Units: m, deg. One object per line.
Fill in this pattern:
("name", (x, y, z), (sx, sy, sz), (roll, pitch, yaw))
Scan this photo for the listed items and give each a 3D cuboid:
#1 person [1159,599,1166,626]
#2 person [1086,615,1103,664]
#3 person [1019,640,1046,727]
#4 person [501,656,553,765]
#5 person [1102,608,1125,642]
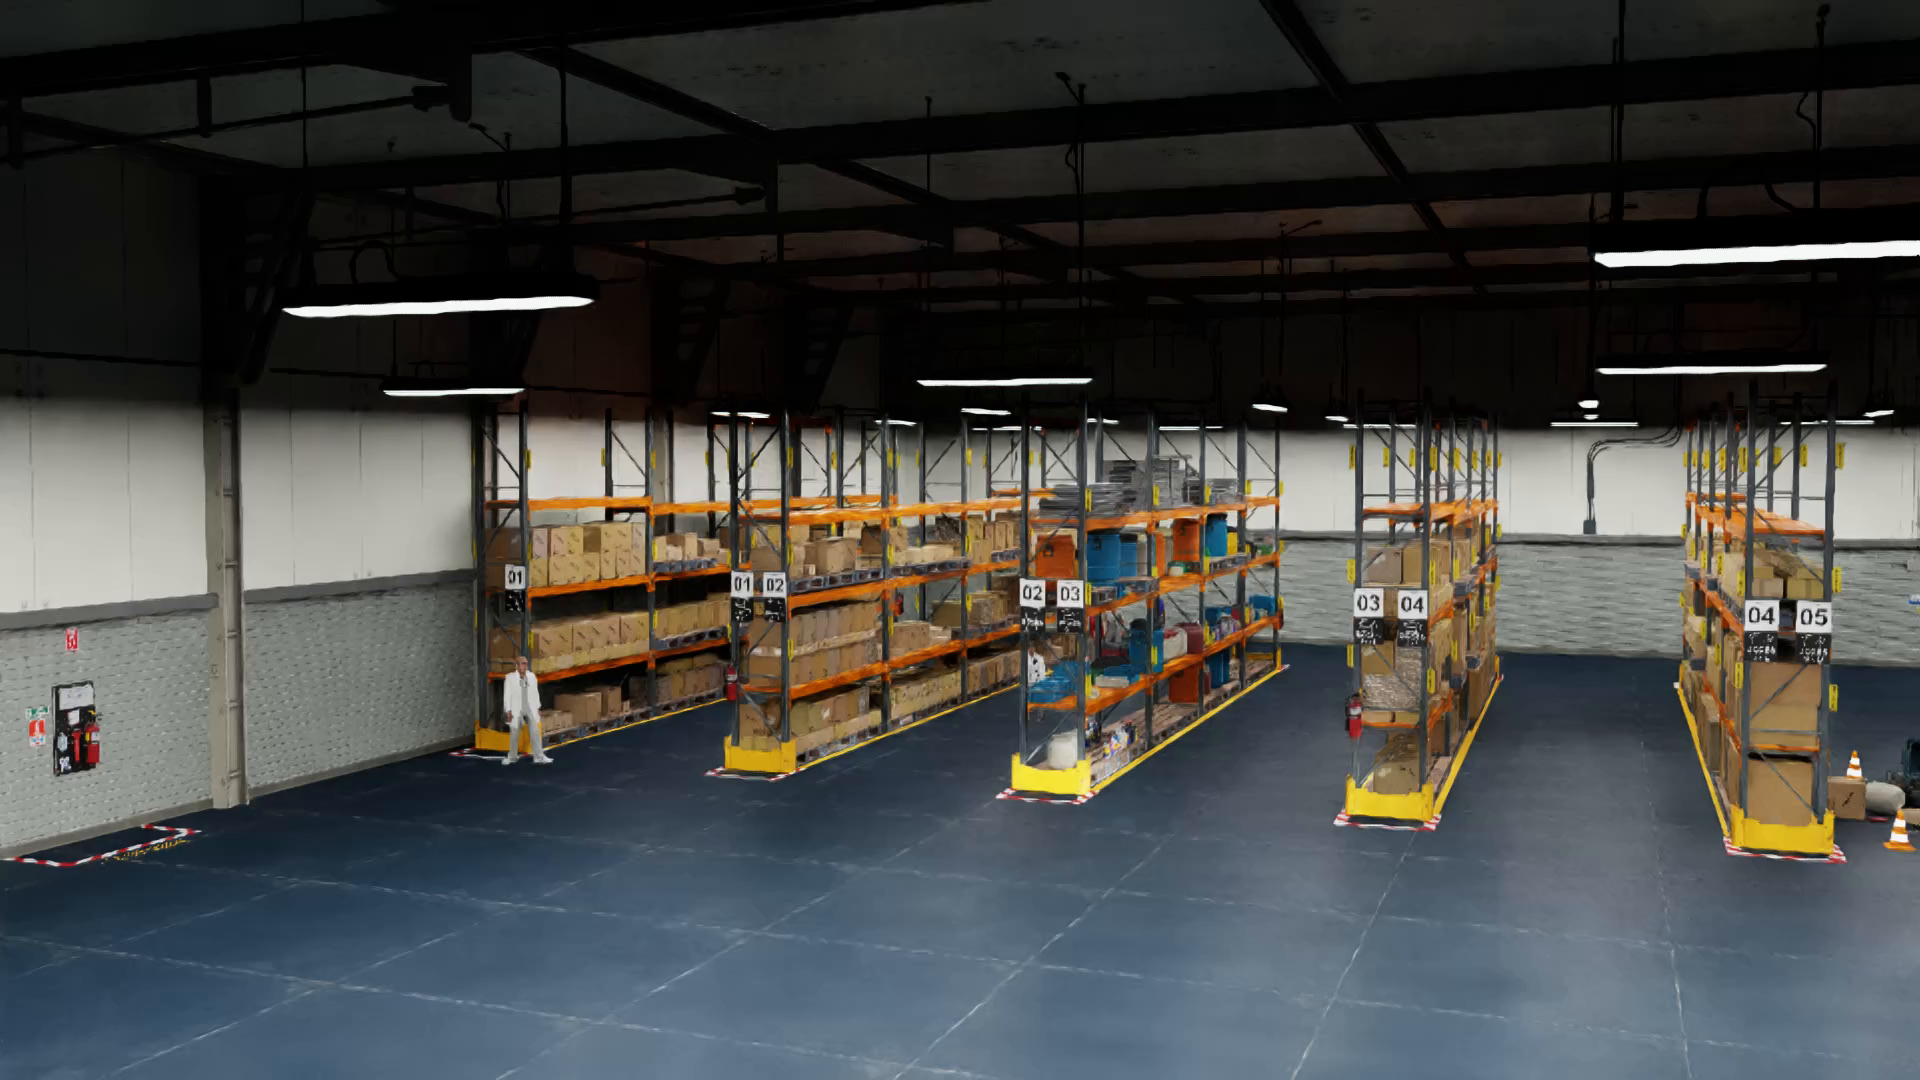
("person", (5.126, 2.079, 43.572), (0.447, 1.574, 1.088), (1, 3, 23))
("person", (3.057, 2.316, 37.147), (0.476, 1.738, 0.624), (0, 3, 1))
("person", (1.383, 2.669, 31.096), (0.500, 1.622, 0.988), (1, 3, 20))
("person", (-7.109, 2.777, 27.165), (0.771, 1.769, 0.577), (-2, 3, -32))
("person", (3.727, 2.241, 40.282), (0.578, 1.618, 0.507), (1, 3, 19))
